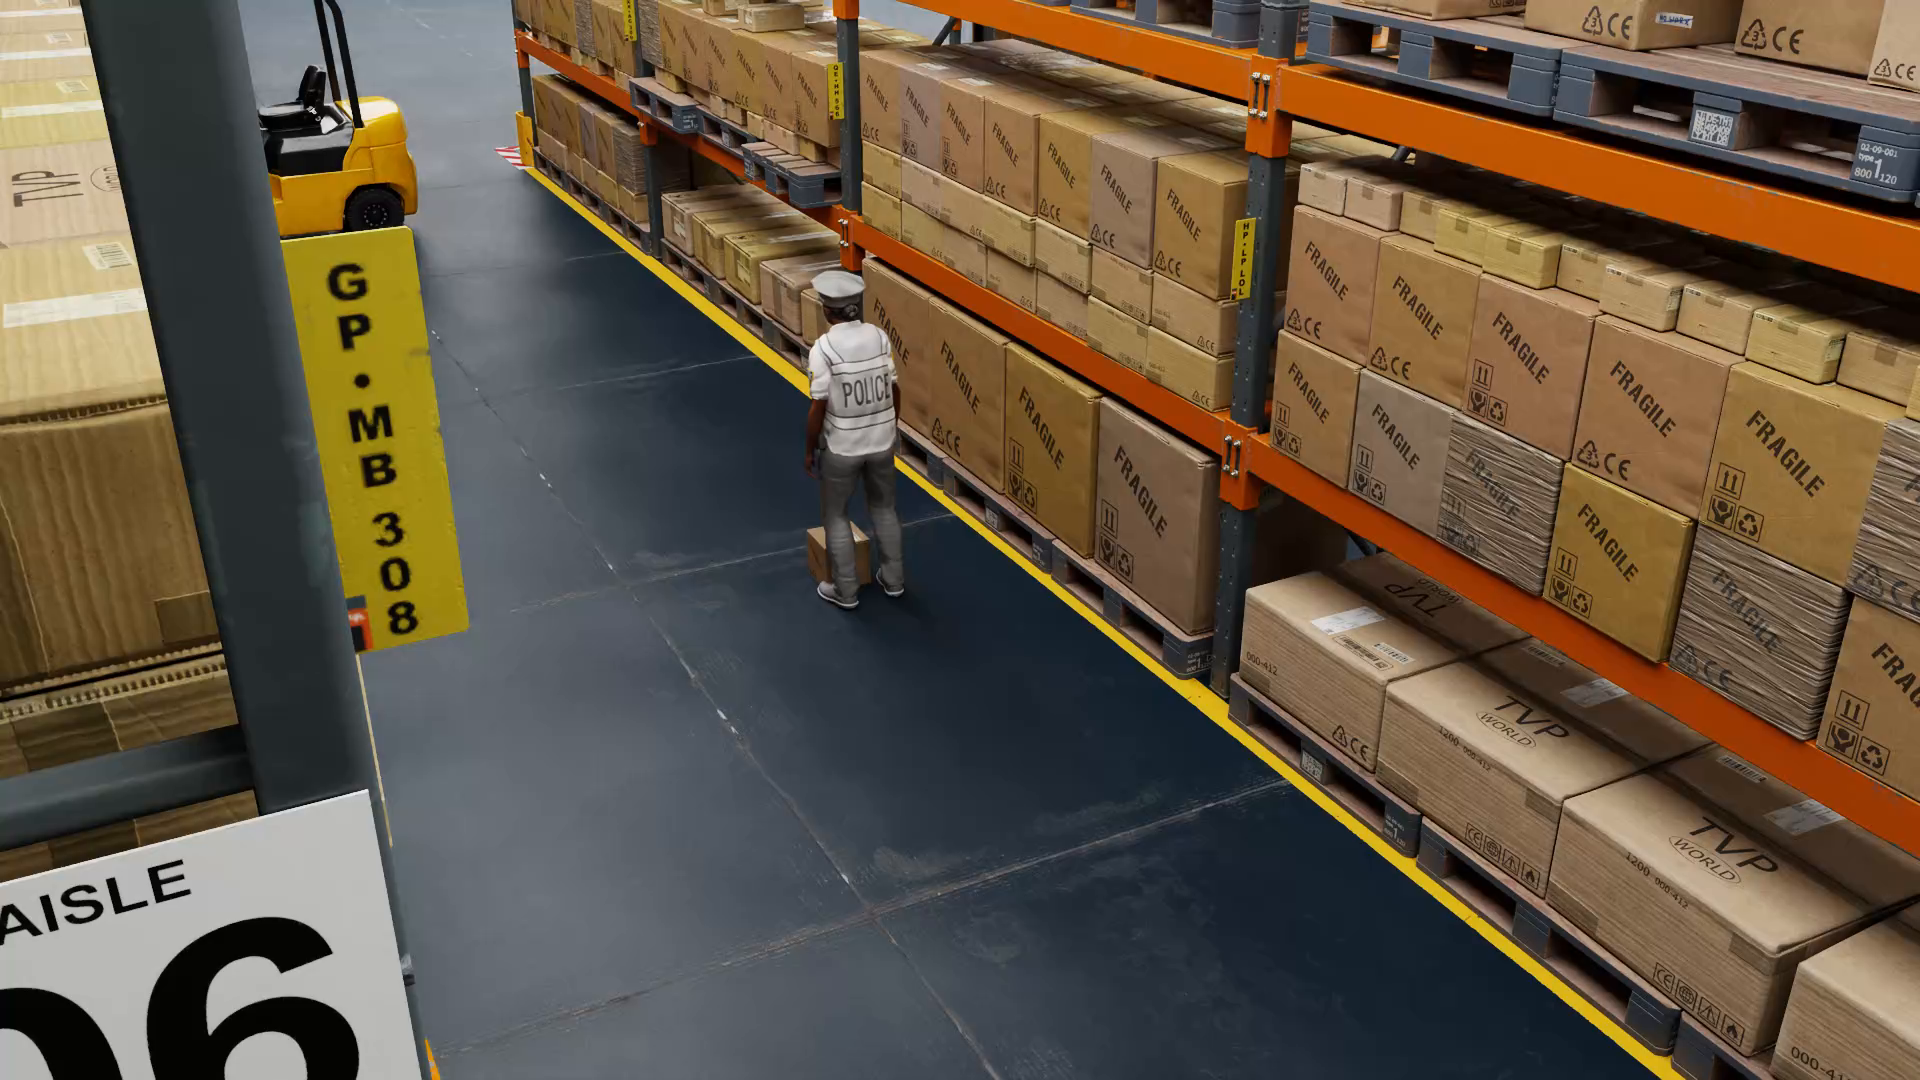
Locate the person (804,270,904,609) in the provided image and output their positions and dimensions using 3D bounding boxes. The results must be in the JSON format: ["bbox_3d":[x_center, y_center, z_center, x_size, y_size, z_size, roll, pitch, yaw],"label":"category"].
[{"bbox_3d":[-0.506,-0.464,8.072,0.529,1.663,0.392,-14,29,-27],"label":"person"}]
